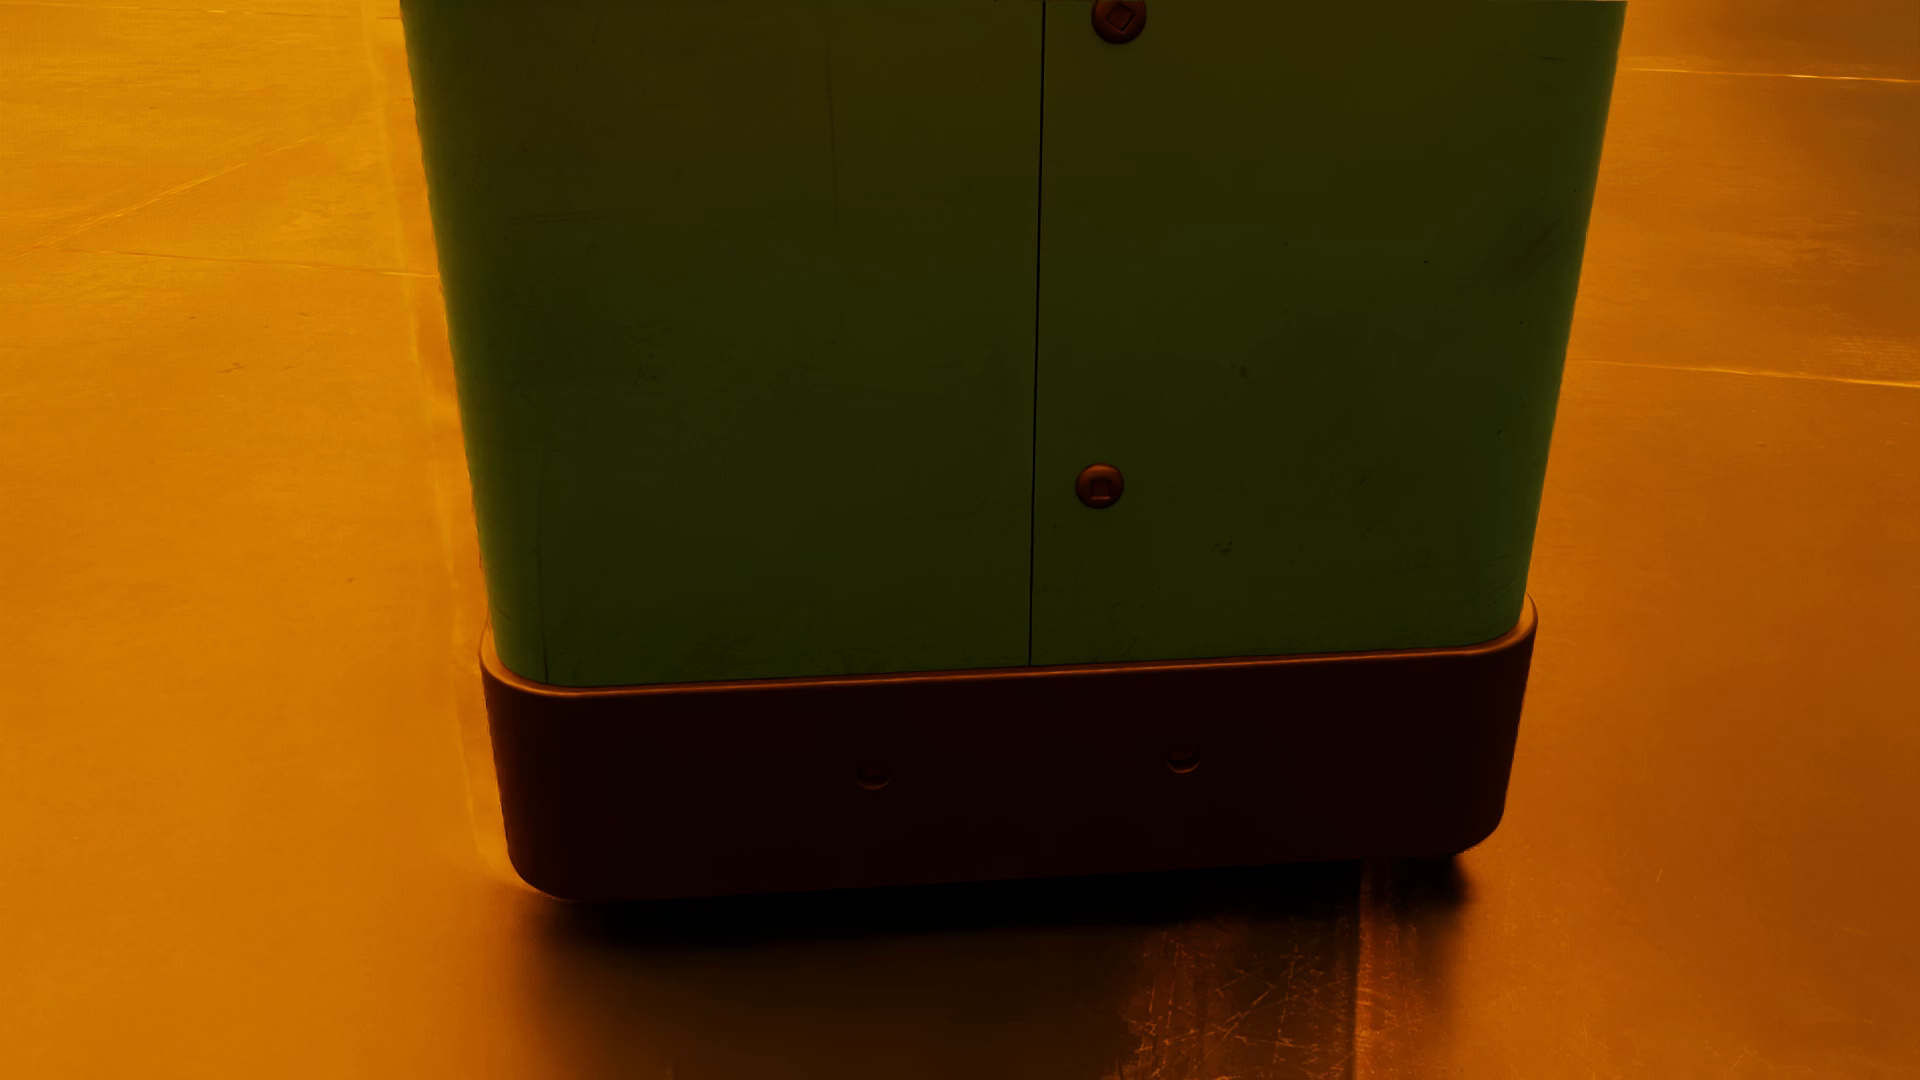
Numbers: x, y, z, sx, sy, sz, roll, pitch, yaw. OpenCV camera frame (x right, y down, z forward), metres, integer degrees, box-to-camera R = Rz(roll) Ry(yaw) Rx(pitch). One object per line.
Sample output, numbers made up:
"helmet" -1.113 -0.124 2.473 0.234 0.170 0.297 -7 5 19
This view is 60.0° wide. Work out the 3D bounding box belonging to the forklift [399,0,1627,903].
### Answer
"forklift" -0.068 -1.584 2.386 1.130 2.935 3.031 -2 27 -5
